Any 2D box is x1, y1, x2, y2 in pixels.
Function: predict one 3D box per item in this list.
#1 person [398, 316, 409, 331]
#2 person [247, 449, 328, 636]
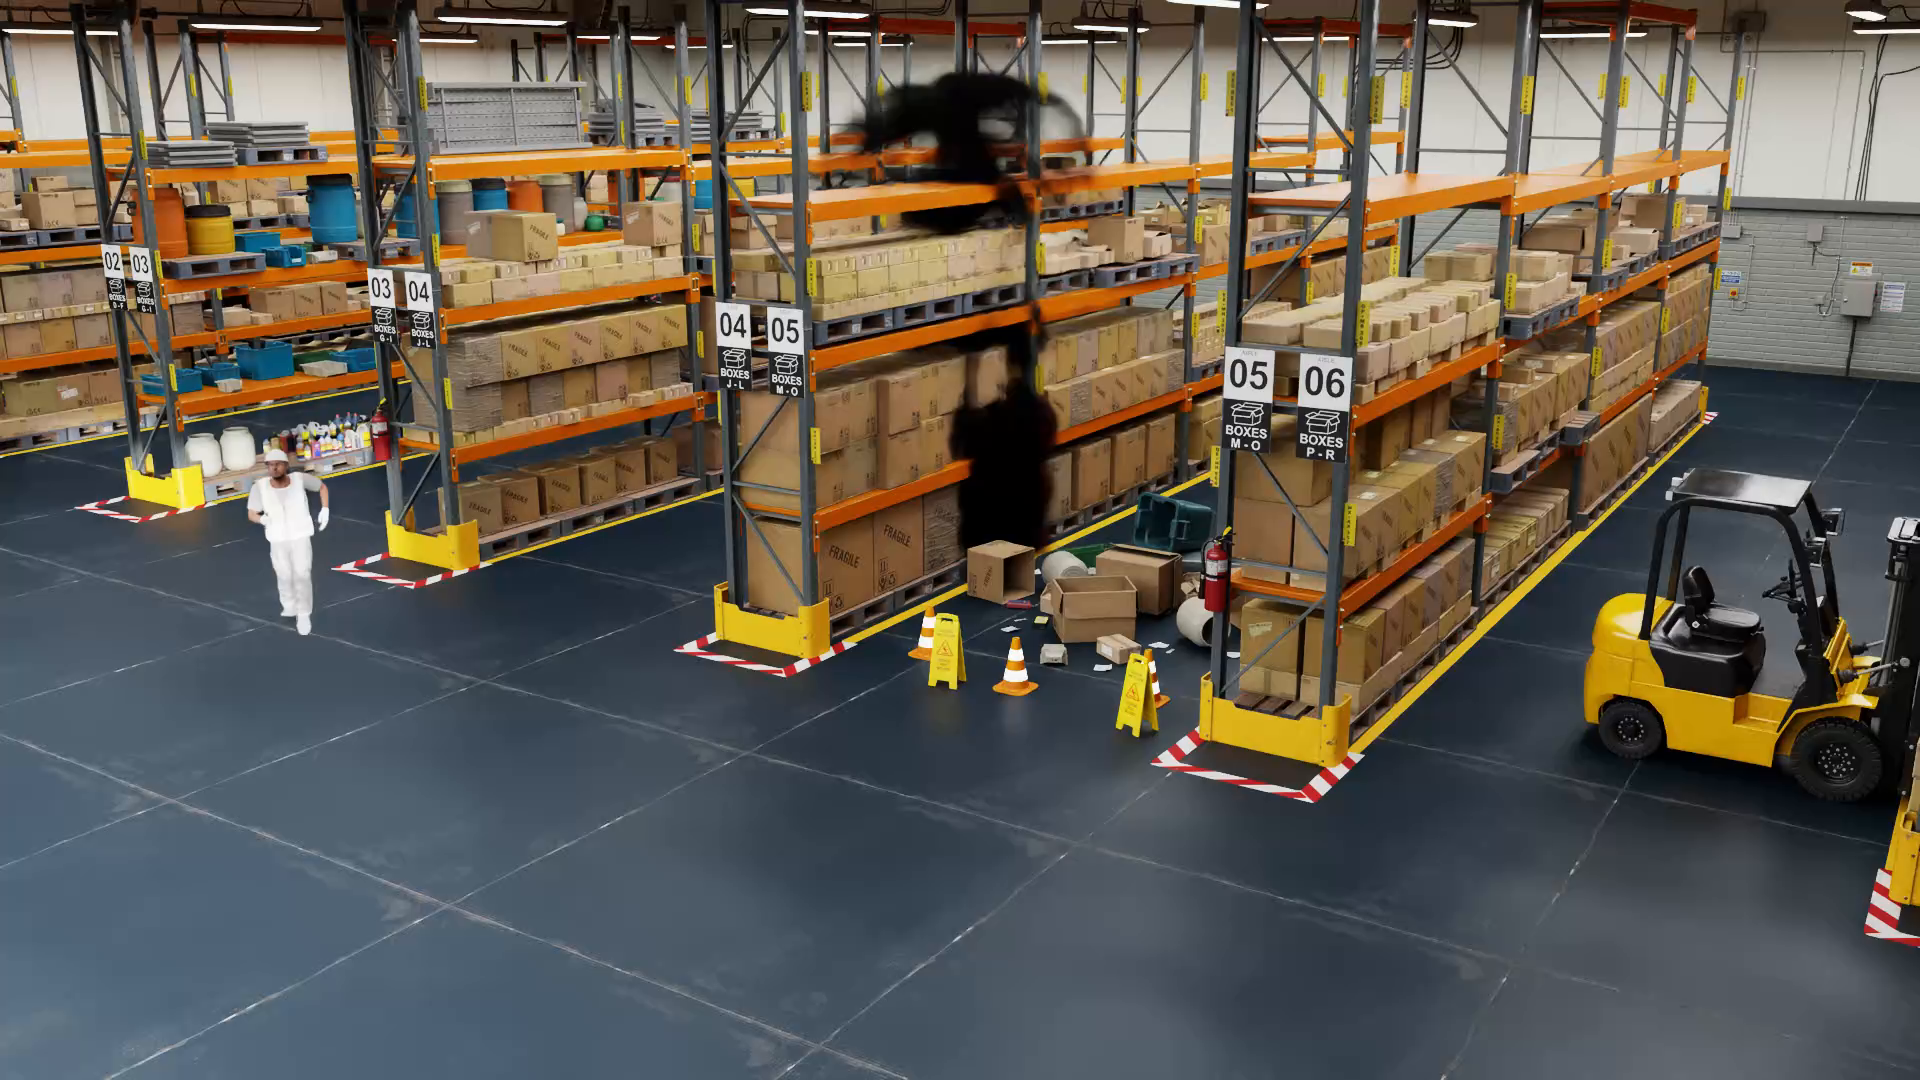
[{"bbox_3d":[-10.565,-4.433,31.978,0.656,1.738,0.819,10,19,33],"label":"person"},{"bbox_3d":[-6.398,-0.001,15.911,0.694,1.807,0.901,-4,16,-13],"label":"person"}]
